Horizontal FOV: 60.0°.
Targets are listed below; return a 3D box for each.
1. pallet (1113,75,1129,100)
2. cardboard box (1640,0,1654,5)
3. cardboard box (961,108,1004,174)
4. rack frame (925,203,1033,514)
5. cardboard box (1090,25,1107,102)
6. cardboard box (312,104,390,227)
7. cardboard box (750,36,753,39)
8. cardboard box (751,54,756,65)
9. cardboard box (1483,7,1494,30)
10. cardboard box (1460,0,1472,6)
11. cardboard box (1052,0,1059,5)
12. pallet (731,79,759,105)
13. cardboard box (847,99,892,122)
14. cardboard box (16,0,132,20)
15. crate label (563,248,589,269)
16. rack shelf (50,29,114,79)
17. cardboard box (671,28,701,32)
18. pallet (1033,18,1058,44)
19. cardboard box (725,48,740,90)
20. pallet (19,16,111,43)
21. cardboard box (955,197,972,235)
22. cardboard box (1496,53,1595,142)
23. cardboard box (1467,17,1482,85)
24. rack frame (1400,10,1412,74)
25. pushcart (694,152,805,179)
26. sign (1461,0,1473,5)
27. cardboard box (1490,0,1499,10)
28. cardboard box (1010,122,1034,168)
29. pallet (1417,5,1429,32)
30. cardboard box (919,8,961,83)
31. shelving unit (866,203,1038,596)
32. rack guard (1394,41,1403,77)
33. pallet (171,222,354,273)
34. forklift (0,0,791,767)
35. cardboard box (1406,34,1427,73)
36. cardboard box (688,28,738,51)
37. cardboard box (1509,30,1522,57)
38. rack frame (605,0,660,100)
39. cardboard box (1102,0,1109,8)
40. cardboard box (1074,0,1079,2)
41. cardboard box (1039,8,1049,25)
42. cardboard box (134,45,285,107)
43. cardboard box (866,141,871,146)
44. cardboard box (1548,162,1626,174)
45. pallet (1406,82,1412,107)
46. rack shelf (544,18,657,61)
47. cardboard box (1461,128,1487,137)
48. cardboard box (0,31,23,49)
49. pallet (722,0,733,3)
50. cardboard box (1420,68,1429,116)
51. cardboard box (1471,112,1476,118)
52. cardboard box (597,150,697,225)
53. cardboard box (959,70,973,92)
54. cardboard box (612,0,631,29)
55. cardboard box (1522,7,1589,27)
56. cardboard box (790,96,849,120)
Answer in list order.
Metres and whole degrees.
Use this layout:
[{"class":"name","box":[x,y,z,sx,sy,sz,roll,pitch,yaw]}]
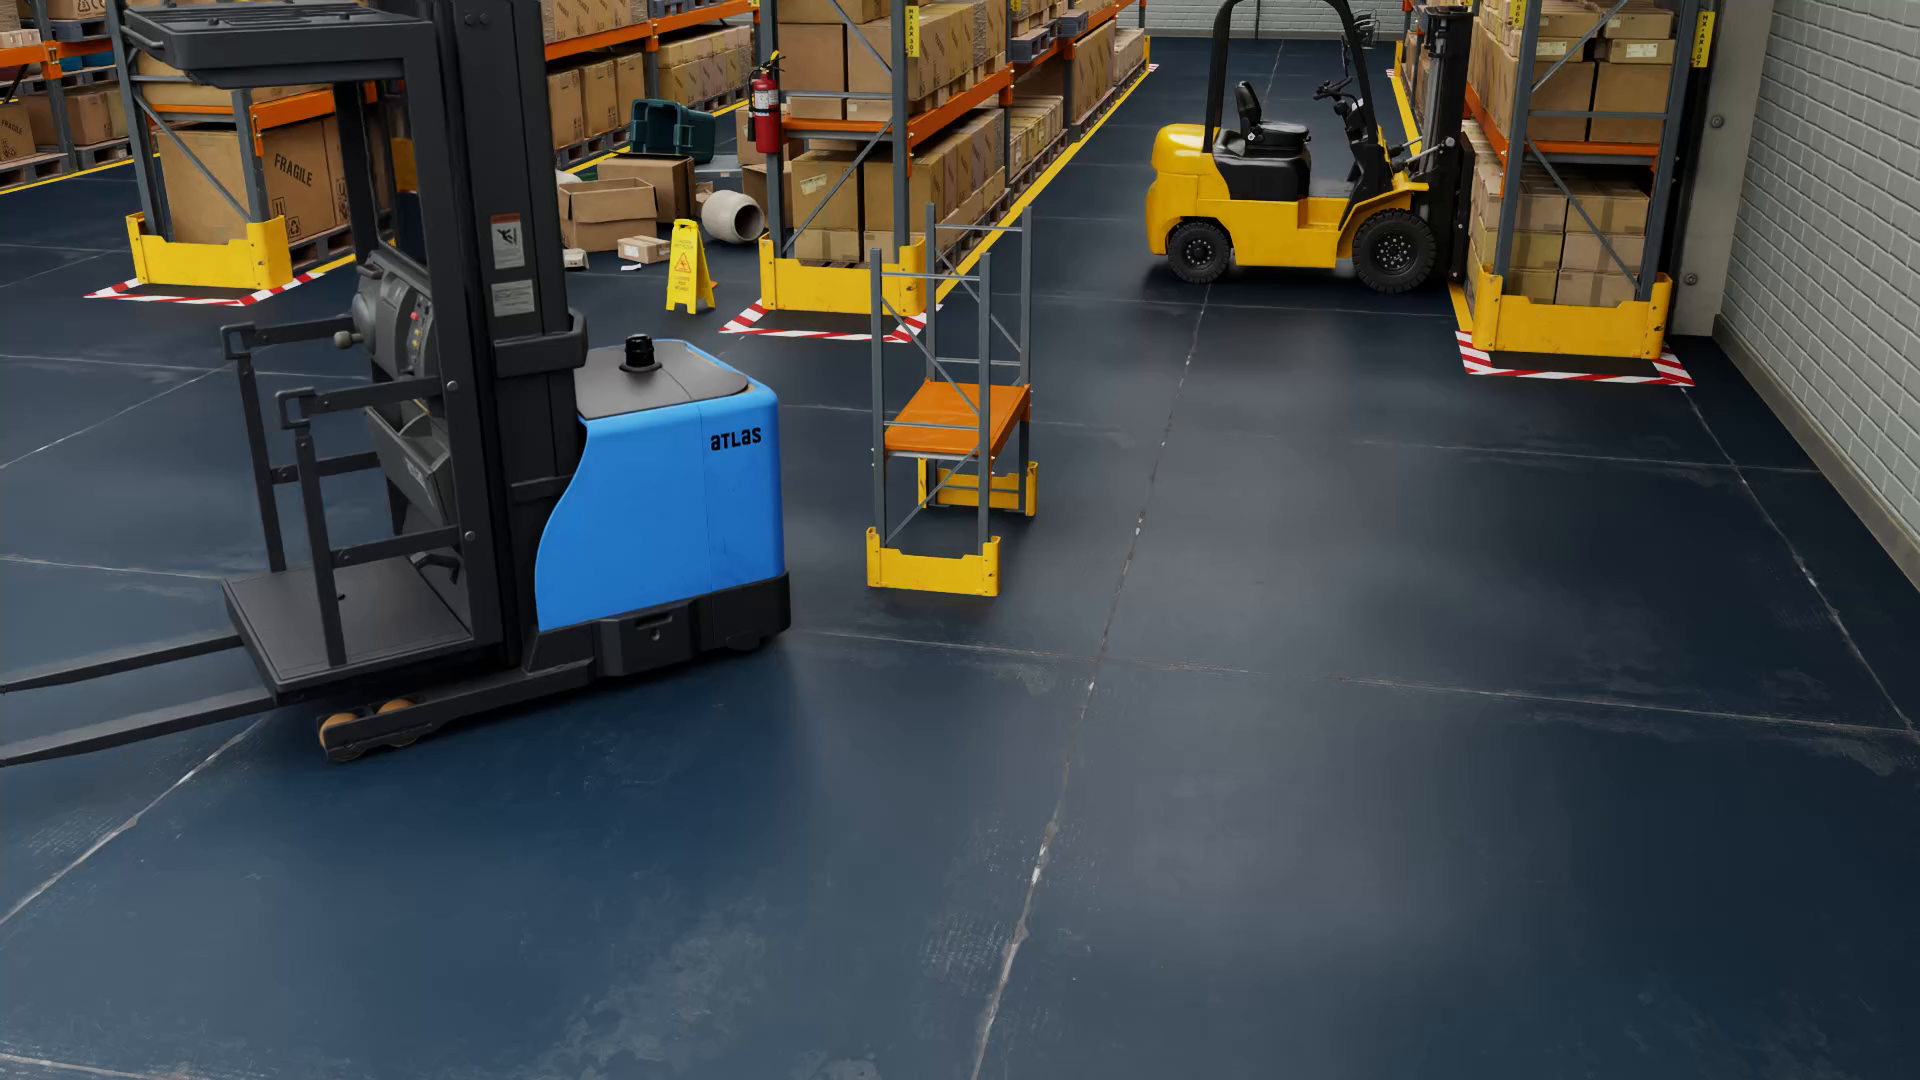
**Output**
[{"class":"pallet","box":[1.826,-6.417,23.505,1.003,0.211,1.213,4,22,11]},{"class":"cardboard box","box":[4.654,-3.732,11.704,0.380,0.149,0.250,4,22,10]},{"class":"cardboard box","box":[0.104,-3.543,14.751,0.500,0.500,0.500,4,22,10]},{"class":"rack frame","box":[0.086,-0.850,7.958,0.500,1.500,0.032,4,22,11]},{"class":"cardboard box","box":[1.369,-6.084,21.227,0.875,0.875,0.875,5,22,12]},{"class":"cardboard box","box":[-5.470,-3.175,14.003,0.875,0.875,0.875,4,22,10]},{"class":"cardboard box","box":[-3.268,-7.354,24.557,0.380,0.149,0.250,5,23,13]},{"class":"cardboard box","box":[-2.885,-6.898,23.821,0.380,0.149,0.250,5,23,13]},{"class":"cardboard box","box":[4.244,-4.014,12.803,0.380,0.149,0.250,4,22,10]},{"class":"cardboard box","box":[4.734,-4.913,15.034,0.380,0.149,0.250,4,22,9]},{"class":"cardboard box","box":[0.761,-5.793,17.128,0.500,0.500,0.500,3,22,7]},{"class":"pallet","box":[-3.430,-6.201,22.968,1.003,0.211,1.213,4,22,11]},{"class":"cardboard box","box":[-0.583,-3.042,11.728,0.380,0.149,0.250,5,22,11]},{"class":"cardboard box","box":[-9.441,-6.021,17.424,1.000,1.000,1.000,5,22,11]},{"class":"crate label","box":[-3.086,-2.230,13.208,0.250,0.136,0.298,-7,23,-17]},{"class":"rack shelf","box":[-9.332,-5.666,18.870,1.077,0.370,4.000,4,22,11]},{"class":"cardboard box","box":[-3.788,-6.717,22.297,0.500,0.250,0.500,5,22,12]},{"class":"pallet","box":[0.414,-5.160,16.907,1.003,0.211,1.213,4,22,11]},{"class":"cardboard box","box":[-3.282,-6.337,22.357,0.500,0.500,0.500,4,22,10]},{"class":"pallet","box":[-9.442,-5.448,17.622,1.003,0.211,1.213,4,22,11]},{"class":"cardboard box","box":[-0.209,-2.630,13.487,0.500,0.250,0.500,6,23,15]},{"class":"cardboard box","box":[3.849,-2.919,10.953,0.500,0.500,0.500,4,22,10]},{"class":"cardboard box","box":[4.475,-4.040,13.736,0.500,0.500,0.500,4,22,9]},{"class":"rack frame","box":[7.270,-8.525,25.005,1.000,3.000,0.127,4,22,11]},{"class":"pushcart","box":[-2.281,-3.452,15.920,1.648,0.377,0.936,-3,22,-8]},{"class":"sign","box":[4.288,-4.674,14.000,0.100,0.325,0.005,4,22,11]},{"class":"cardboard box","box":[4.278,-4.147,12.736,0.380,0.149,0.250,4,22,10]},{"class":"cardboard box","box":[0.210,-3.944,16.587,0.950,0.372,0.625,6,23,14]},{"class":"pallet","box":[5.707,-5.763,18.405,1.213,0.211,1.003,4,22,11]},{"class":"cardboard box","box":[-0.281,-3.763,12.649,0.500,0.500,0.500,4,22,10]},{"class":"shelving unit","box":[-0.016,-0.668,7.504,0.587,1.500,1.083,4,22,11]},{"class":"rack guard","box":[7.255,-7.337,25.403,1.175,0.500,0.348,4,22,11]},{"class":"pallet","box":[-5.635,-2.395,13.519,1.003,0.211,1.213,4,22,11]},{"class":"forklift","box":[-2.213,-0.800,5.917,3.031,2.935,1.130,-13,25,-30]},{"class":"cardboard box","box":[6.840,-7.034,24.087,0.700,0.500,0.500,5,23,13]},{"class":"cardboard box","box":[-3.295,-6.684,22.214,0.500,0.250,0.500,6,23,13]},{"class":"cardboard box","box":[3.825,-3.264,10.941,0.380,0.149,0.250,5,22,12]},{"class":"rack frame","box":[-4.089,-6.316,19.522,1.000,3.000,0.127,4,22,11]},{"class":"cardboard box","box":[1.644,-7.000,21.419,0.500,0.250,0.500,4,22,10]},{"class":"cardboard box","box":[1.123,-6.305,19.024,0.500,0.250,0.500,4,22,11]},{"class":"cardboard box","box":[0.677,-5.244,16.633,0.380,0.149,0.250,5,23,13]},{"class":"cardboard box","box":[-5.690,-3.599,12.574,0.875,0.550,0.550,4,22,11]},{"class":"cardboard box","box":[-0.883,-3.162,12.936,0.380,0.149,0.250,5,22,12]},{"class":"cardboard box","box":[4.500,-2.583,12.031,0.500,0.250,0.500,4,22,11]},{"class":"pallet","box":[6.595,-6.019,22.517,1.003,0.211,1.213,4,22,11]},{"class":"rack shelf","box":[-4.497,-5.251,17.840,1.077,0.370,4.000,4,22,11]},{"class":"cardboard box","box":[4.301,-3.180,13.514,0.500,0.250,0.500,4,22,11]},{"class":"cardboard box","box":[-9.556,-4.960,16.491,0.380,0.149,0.250,4,22,11]},{"class":"pallet","box":[-3.571,-7.422,22.523,1.003,0.211,1.213,4,22,11]},{"class":"cardboard box","box":[5.818,-5.370,19.957,0.500,0.500,0.500,4,22,9]},{"class":"cardboard box","box":[5.083,-3.704,15.652,0.875,0.625,0.625,4,22,10]},{"class":"cardboard box","box":[-2.792,-3.133,14.778,0.797,0.637,0.503,4,22,11]},{"class":"cardboard box","box":[-0.108,-3.696,13.351,0.380,0.149,0.250,5,22,11]},{"class":"cardboard box","box":[-4.021,-5.995,18.590,0.500,0.500,0.500,4,22,11]},{"class":"cardboard box","box":[3.892,-3.398,10.875,0.380,0.149,0.250,4,22,11]},{"class":"cardboard box","box":[-0.988,-3.087,11.839,0.380,0.149,0.250,5,23,13]}]
